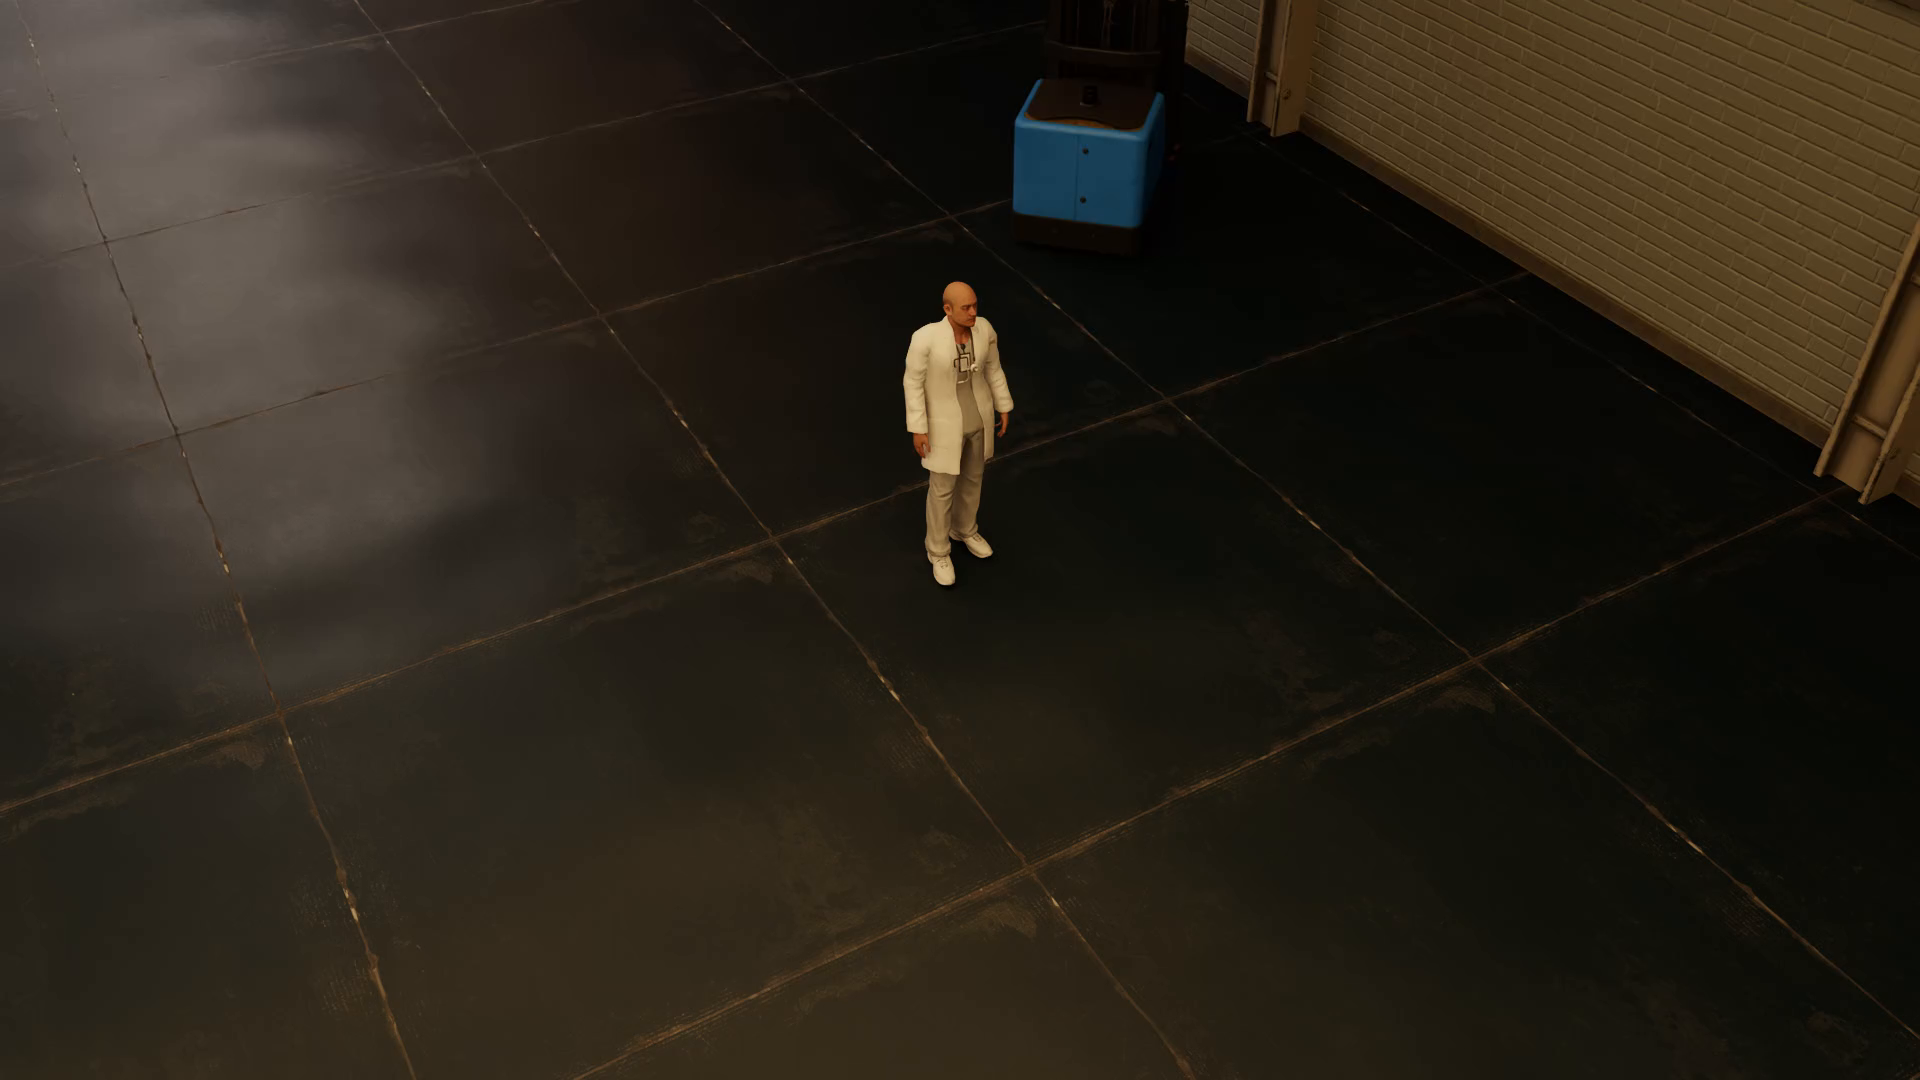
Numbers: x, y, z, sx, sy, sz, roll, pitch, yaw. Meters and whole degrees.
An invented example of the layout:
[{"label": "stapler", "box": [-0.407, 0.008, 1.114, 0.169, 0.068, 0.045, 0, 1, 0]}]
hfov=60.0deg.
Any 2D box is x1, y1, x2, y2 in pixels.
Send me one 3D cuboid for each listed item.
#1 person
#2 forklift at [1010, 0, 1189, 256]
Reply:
[{"label": "person", "box": [0.043, -0.638, 9.697, 0.698, 1.778, 0.578, -20, 44, -23]}, {"label": "forklift", "box": [1.272, -4.273, 13.188, 1.130, 2.935, 3.031, 10, 41, 12]}]
